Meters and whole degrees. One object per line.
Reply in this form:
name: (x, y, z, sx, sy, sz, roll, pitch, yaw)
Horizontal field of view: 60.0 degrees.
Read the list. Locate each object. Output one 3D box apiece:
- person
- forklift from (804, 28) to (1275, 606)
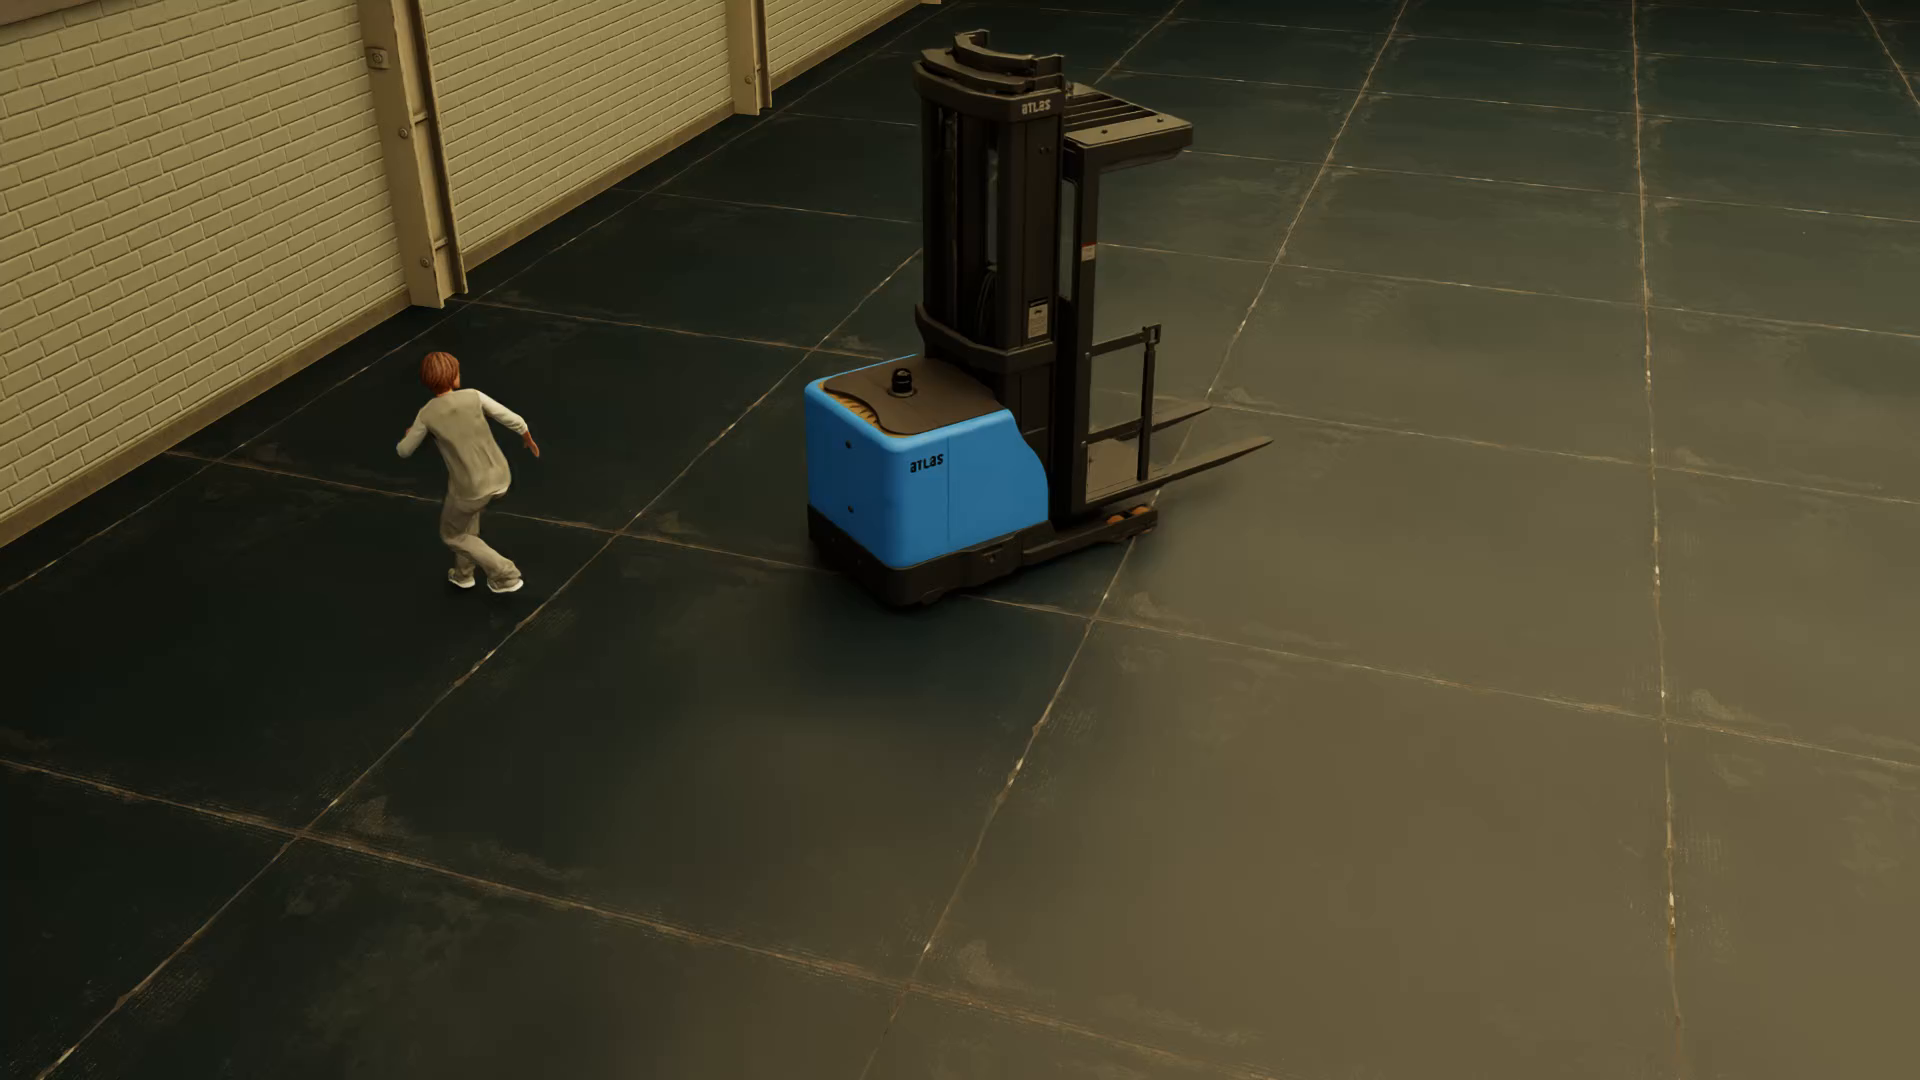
person: (-2.731, -0.394, 9.322, 0.744, 1.474, 0.775, -26, 39, -37)
forklift: (0.602, -1.454, 9.686, 3.031, 2.935, 1.130, -18, 34, -29)
